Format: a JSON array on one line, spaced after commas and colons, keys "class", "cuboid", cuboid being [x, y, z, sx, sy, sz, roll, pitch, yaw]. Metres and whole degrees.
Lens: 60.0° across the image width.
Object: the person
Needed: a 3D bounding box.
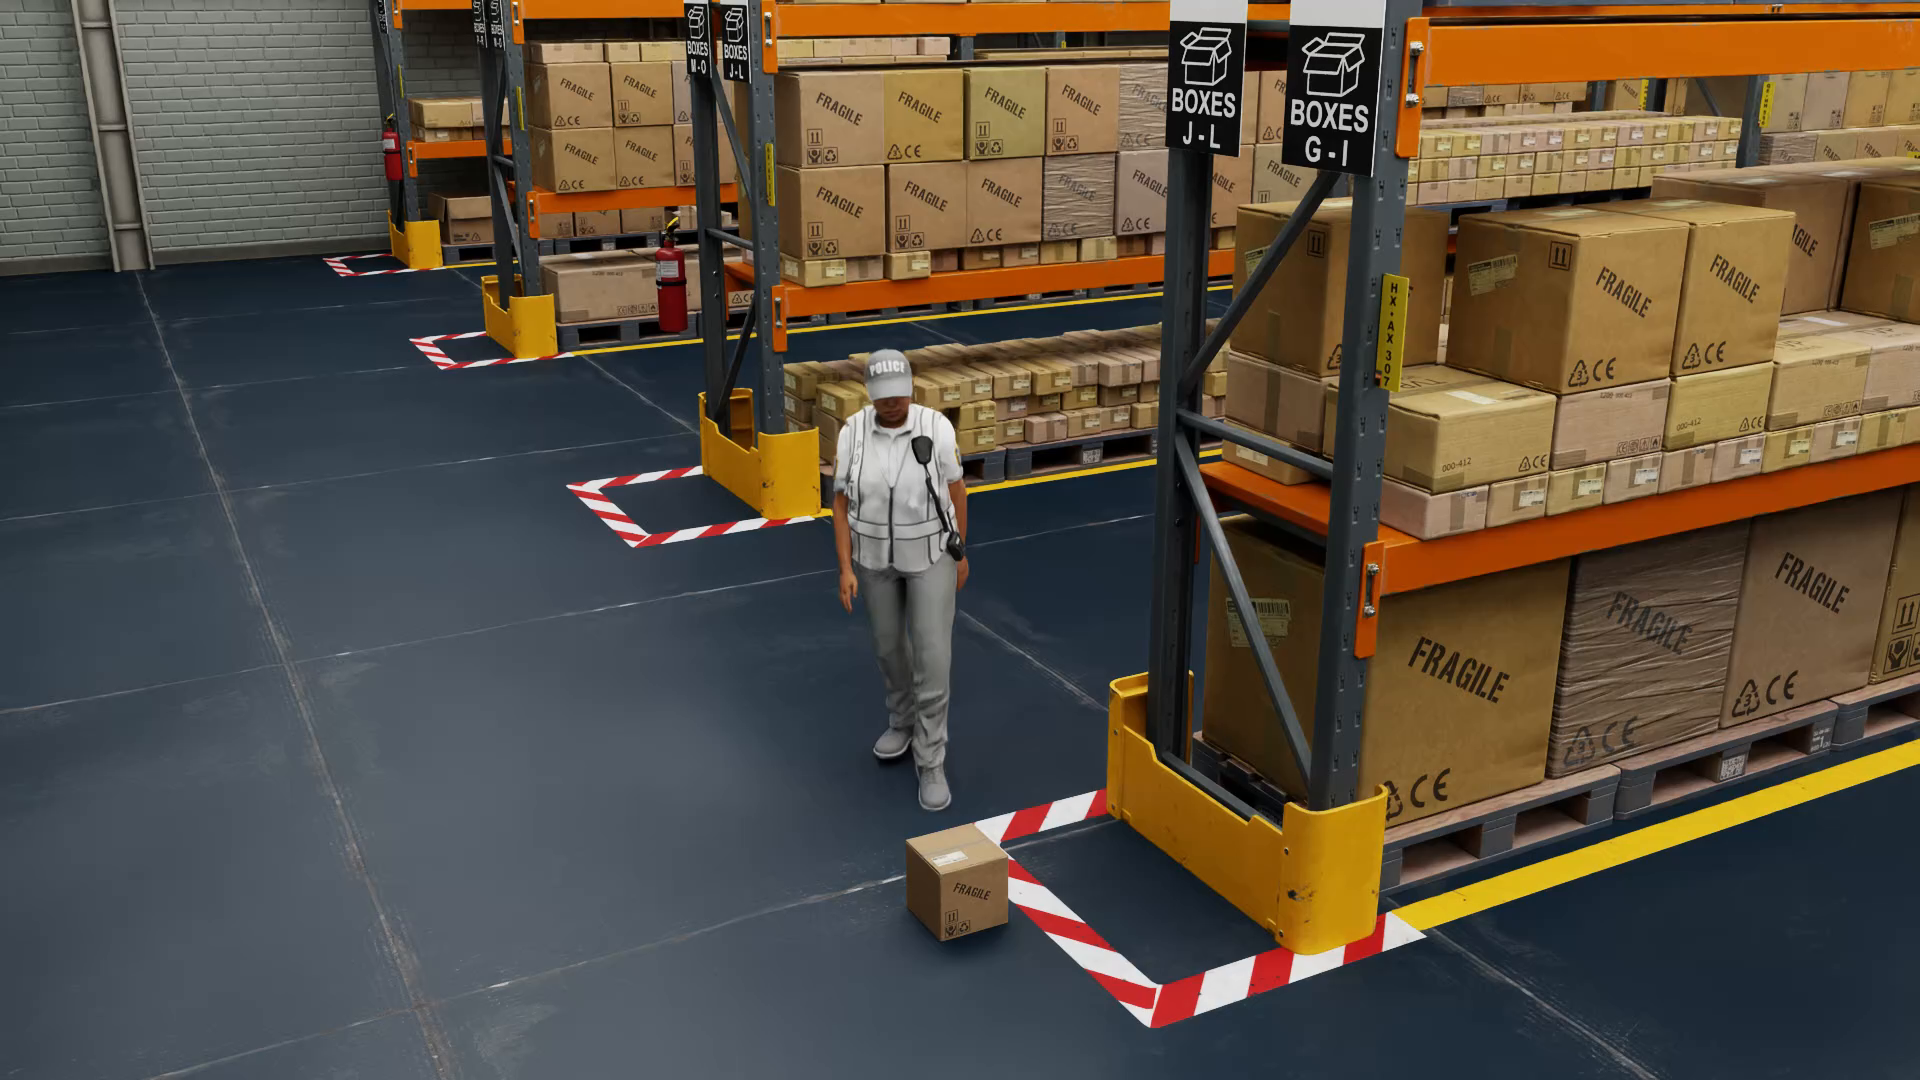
[{"class": "person", "cuboid": [-0.228, 0.109, 6.221, 0.502, 1.679, 0.611, 4, 19, 12]}]
